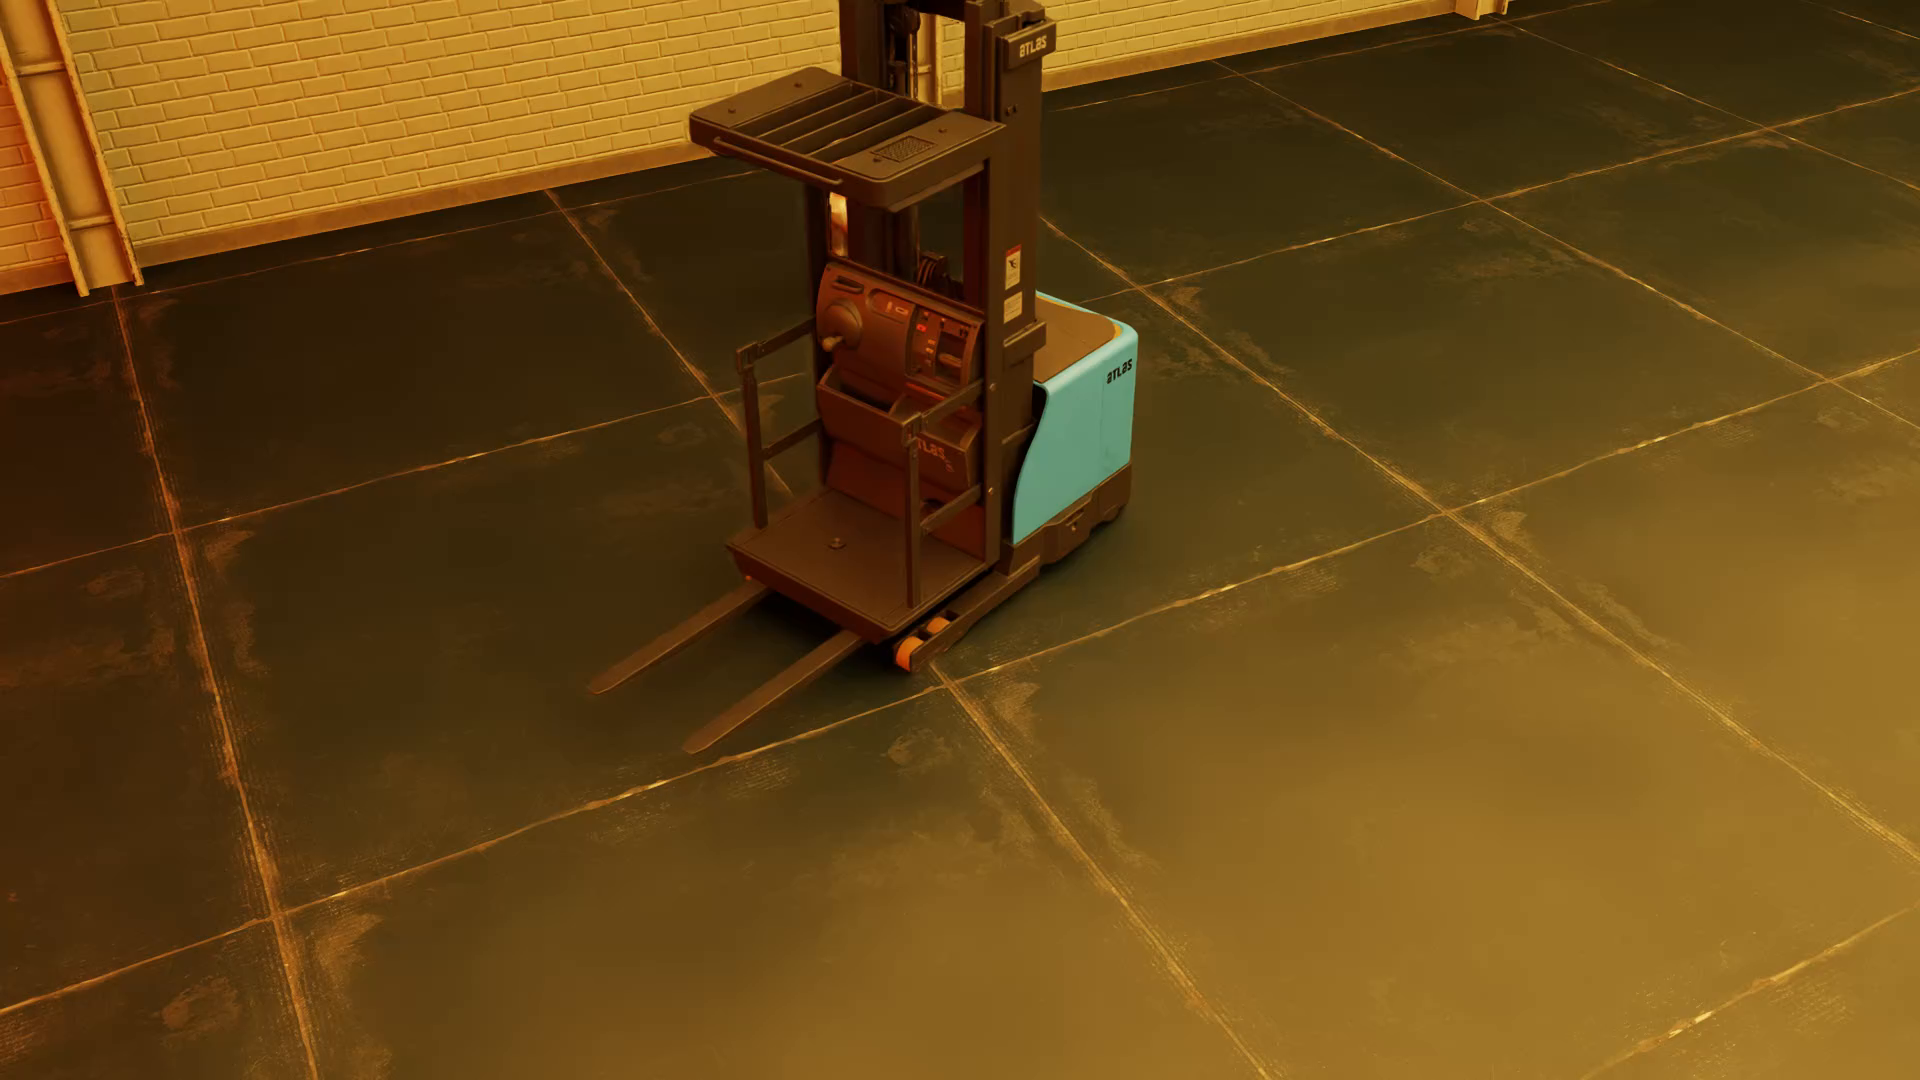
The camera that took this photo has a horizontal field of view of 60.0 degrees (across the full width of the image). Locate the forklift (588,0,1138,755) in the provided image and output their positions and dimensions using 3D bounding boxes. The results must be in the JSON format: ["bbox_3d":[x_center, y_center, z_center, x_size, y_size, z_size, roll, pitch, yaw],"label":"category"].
[{"bbox_3d":[-0.421,-0.905,7.403,1.130,2.935,3.031,26,43,31],"label":"forklift"}]

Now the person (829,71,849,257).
[{"bbox_3d":[-0.594,-2.158,10.417,0.726,1.537,0.772,23,41,29],"label":"person"}]
